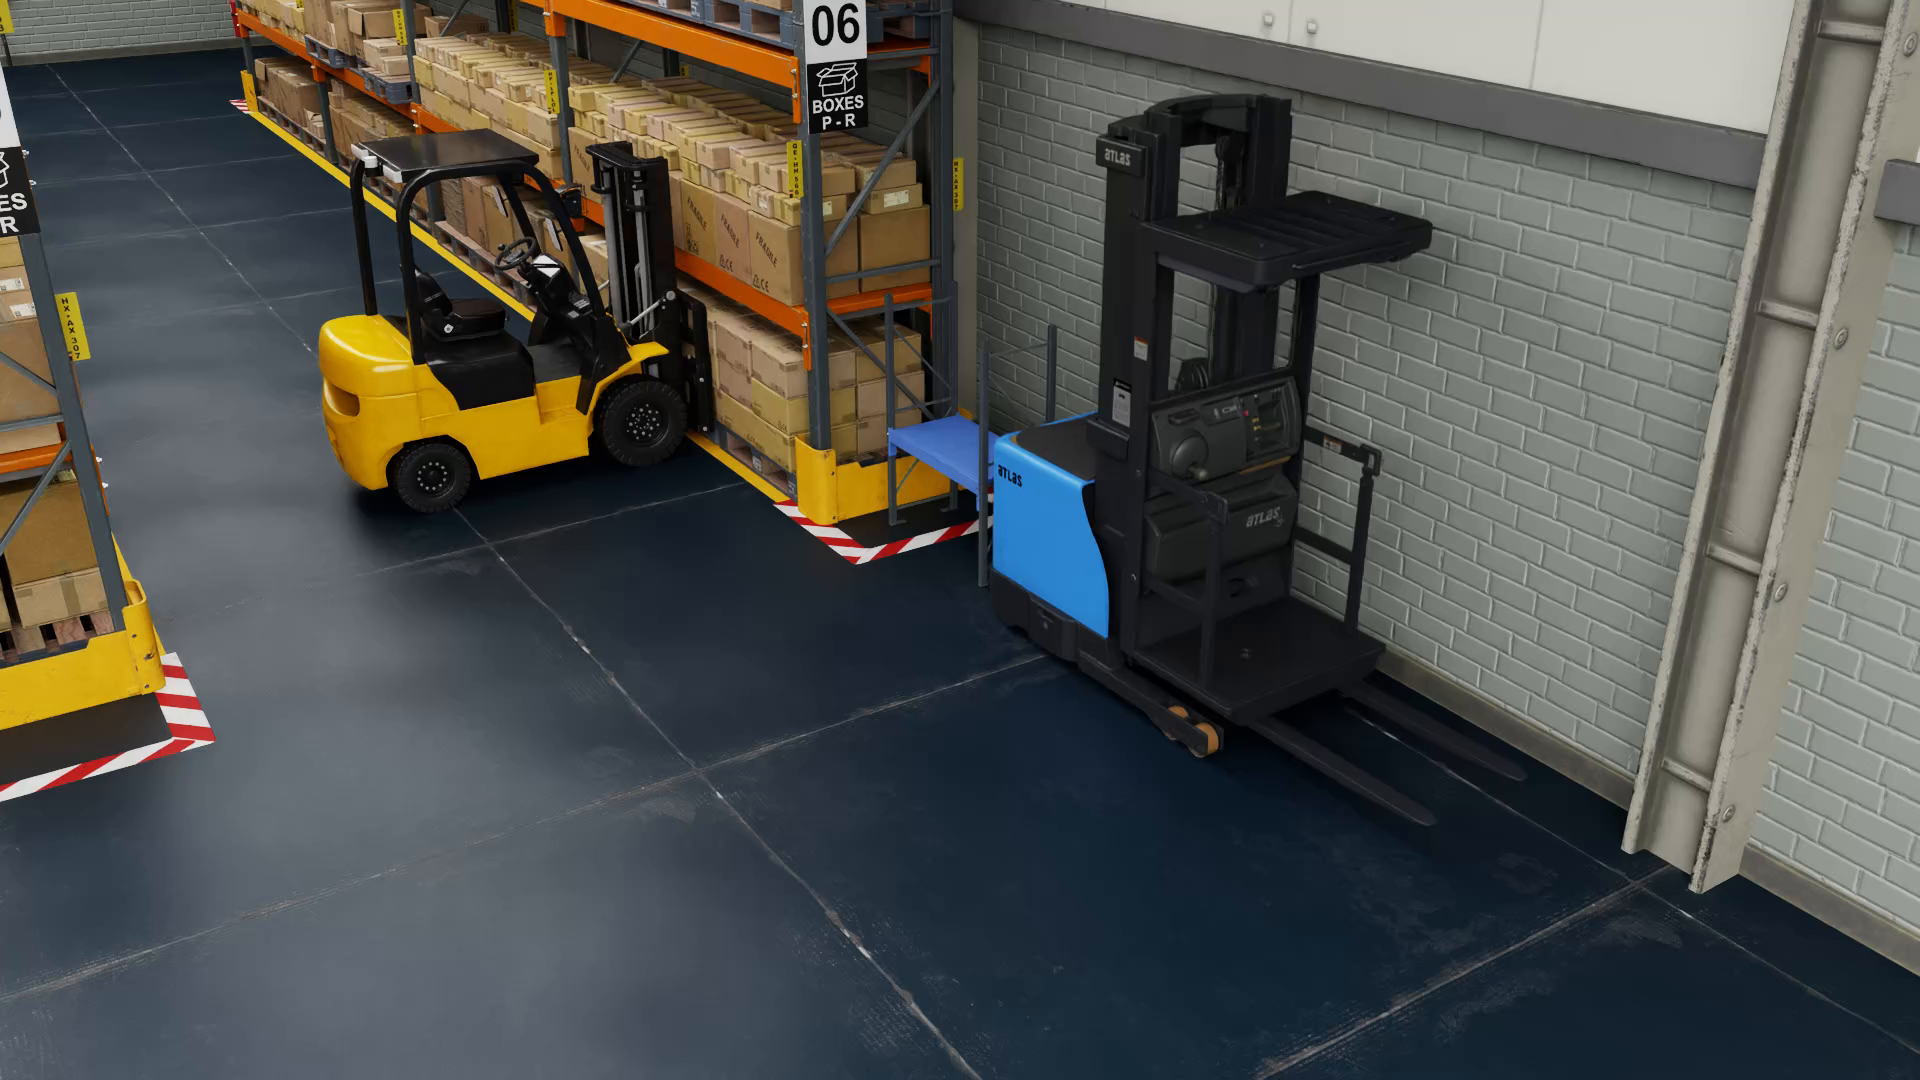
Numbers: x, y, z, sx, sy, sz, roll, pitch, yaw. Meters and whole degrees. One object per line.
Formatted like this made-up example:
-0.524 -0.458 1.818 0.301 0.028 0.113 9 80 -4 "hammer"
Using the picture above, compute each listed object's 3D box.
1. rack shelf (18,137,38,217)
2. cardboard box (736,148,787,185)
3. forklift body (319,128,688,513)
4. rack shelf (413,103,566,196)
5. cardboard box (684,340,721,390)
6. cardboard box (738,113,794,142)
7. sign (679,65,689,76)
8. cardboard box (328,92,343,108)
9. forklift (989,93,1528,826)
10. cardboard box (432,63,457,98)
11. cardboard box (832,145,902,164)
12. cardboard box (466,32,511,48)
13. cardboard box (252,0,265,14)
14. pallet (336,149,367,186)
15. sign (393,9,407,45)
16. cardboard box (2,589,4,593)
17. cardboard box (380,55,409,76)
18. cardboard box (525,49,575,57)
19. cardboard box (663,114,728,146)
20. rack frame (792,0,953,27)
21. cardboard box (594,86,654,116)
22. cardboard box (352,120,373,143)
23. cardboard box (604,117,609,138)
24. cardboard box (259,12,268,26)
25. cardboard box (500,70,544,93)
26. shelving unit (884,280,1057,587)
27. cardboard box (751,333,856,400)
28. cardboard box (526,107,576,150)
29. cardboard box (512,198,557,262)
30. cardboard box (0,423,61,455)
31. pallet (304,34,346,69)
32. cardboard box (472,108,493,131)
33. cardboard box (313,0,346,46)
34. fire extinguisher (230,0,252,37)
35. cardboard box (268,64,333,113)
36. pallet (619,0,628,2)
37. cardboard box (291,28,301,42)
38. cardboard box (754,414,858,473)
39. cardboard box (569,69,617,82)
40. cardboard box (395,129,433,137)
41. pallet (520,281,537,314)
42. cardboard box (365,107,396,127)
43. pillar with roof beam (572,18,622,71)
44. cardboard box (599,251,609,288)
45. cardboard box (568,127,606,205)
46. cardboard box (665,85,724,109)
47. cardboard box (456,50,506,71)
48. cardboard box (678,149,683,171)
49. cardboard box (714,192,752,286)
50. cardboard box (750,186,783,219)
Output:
-5.741 -2.233 8.796 1.077 0.370 4.000 -16 29 -30 "rack shelf"
-1.190 -2.365 10.521 0.380 0.149 0.250 -15 29 -28 "cardboard box"
-3.056 -1.514 10.938 2.313 2.155 1.214 -16 29 -30 "forklift body"
-3.767 -3.465 14.920 1.077 0.370 4.000 -16 29 -30 "rack shelf"
-1.584 -1.280 11.591 0.500 0.250 0.500 -16 30 -31 "cardboard box"
-1.317 -2.848 11.543 0.380 0.149 0.250 -15 29 -29 "cardboard box"
-2.211 -3.633 13.324 0.100 0.325 0.005 -16 29 -30 "sign"
-7.070 -5.099 19.215 0.380 0.149 0.250 -14 29 -27 "cardboard box"
1.419 -0.510 7.897 1.130 2.935 3.031 -17 30 -31 "forklift"
-4.549 -4.269 15.370 0.500 0.250 0.500 -15 29 -28 "cardboard box"
-0.589 -2.397 10.589 0.380 0.149 0.250 -14 29 -28 "cardboard box"
-4.512 -4.775 15.975 0.380 0.149 0.250 -15 29 -28 "cardboard box"
-8.650 -6.848 21.070 0.500 0.250 0.500 -16 30 -31 "cardboard box"
-6.567 -4.394 19.310 1.003 0.211 1.213 -16 29 -30 "pallet"
-5.309 -4.864 15.776 0.100 0.325 0.005 -16 29 -30 "sign"
-5.592 0.153 9.140 0.500 0.250 0.500 -15 29 -29 "cardboard box"
-5.539 -4.728 16.554 0.380 0.149 0.250 -15 29 -29 "cardboard box"
-3.709 -4.348 15.070 0.380 0.149 0.250 -16 30 -30 "cardboard box"
-1.830 -2.838 11.523 0.380 0.149 0.250 -15 29 -29 "cardboard box"
-0.492 -4.358 8.940 1.000 3.000 0.127 -16 29 -30 "rack frame"
-2.517 -3.297 12.495 0.380 0.149 0.250 -15 29 -29 "cardboard box"
-6.400 -4.403 18.500 0.500 0.500 0.500 -17 30 -31 "cardboard box"
-2.414 -3.060 12.341 0.380 0.149 0.250 -16 29 -30 "cardboard box"
-8.615 -6.600 21.011 0.380 0.149 0.250 -16 30 -31 "cardboard box"
-3.639 -3.844 14.002 0.380 0.149 0.250 -16 30 -31 "cardboard box"
0.047 -0.648 9.865 0.538 1.500 1.048 -16 29 -30 "shelving unit"
-1.005 -1.135 10.699 0.500 0.250 0.500 -14 29 -28 "cardboard box"
-3.158 -3.350 13.422 0.500 0.250 0.500 -16 30 -31 "cardboard box"
-3.387 -2.655 14.650 0.875 0.625 0.625 -16 30 -30 "cardboard box"
-4.661 -0.543 8.180 0.380 0.149 0.250 -15 29 -29 "cardboard box"
-6.698 -5.539 18.694 1.003 0.211 1.213 -16 29 -30 "pallet"
-3.983 -3.673 14.693 0.500 0.250 0.500 -14 29 -28 "cardboard box"
-6.683 -5.762 18.332 0.700 0.500 0.500 -15 29 -29 "cardboard box"
-9.694 -7.109 22.322 0.296 0.674 0.183 -16 29 -30 "fire extinguisher"
-8.538 -5.871 21.610 0.700 0.500 0.500 -14 29 -27 "cardboard box"
-2.188 -4.093 11.996 1.003 0.211 1.213 -16 29 -30 "pallet"
-7.751 -6.054 19.854 0.380 0.149 0.250 -15 29 -28 "cardboard box"
-1.013 -0.686 10.918 0.500 0.250 0.500 -15 29 -29 "cardboard box"
-3.083 -3.874 14.065 0.380 0.149 0.250 -16 30 -30 "cardboard box"
-5.623 -4.171 17.249 0.380 0.149 0.250 -17 30 -31 "cardboard box"
-3.111 -2.069 14.385 1.003 0.211 1.213 -16 29 -30 "pallet"
-6.305 -4.647 18.256 0.380 0.149 0.250 -14 29 -28 "cardboard box"
-6.999 -5.959 12.333 9.100 9.000 0.400 -16 29 -30 "pillar with roof beam"
-2.404 -2.043 12.621 0.500 0.250 0.500 -15 29 -29 "cardboard box"
-2.652 -2.901 12.764 0.500 0.500 0.500 -16 30 -31 "cardboard box"
-1.990 -3.314 12.530 0.380 0.149 0.250 -16 30 -30 "cardboard box"
-4.308 -4.307 14.984 0.380 0.149 0.250 -15 29 -29 "cardboard box"
-1.698 -2.605 11.378 0.380 0.149 0.250 -16 30 -30 "cardboard box"
-1.256 -1.992 10.840 0.500 0.500 0.500 -15 29 -28 "cardboard box"
-1.080 -2.126 10.364 0.380 0.149 0.250 -15 29 -29 "cardboard box"
